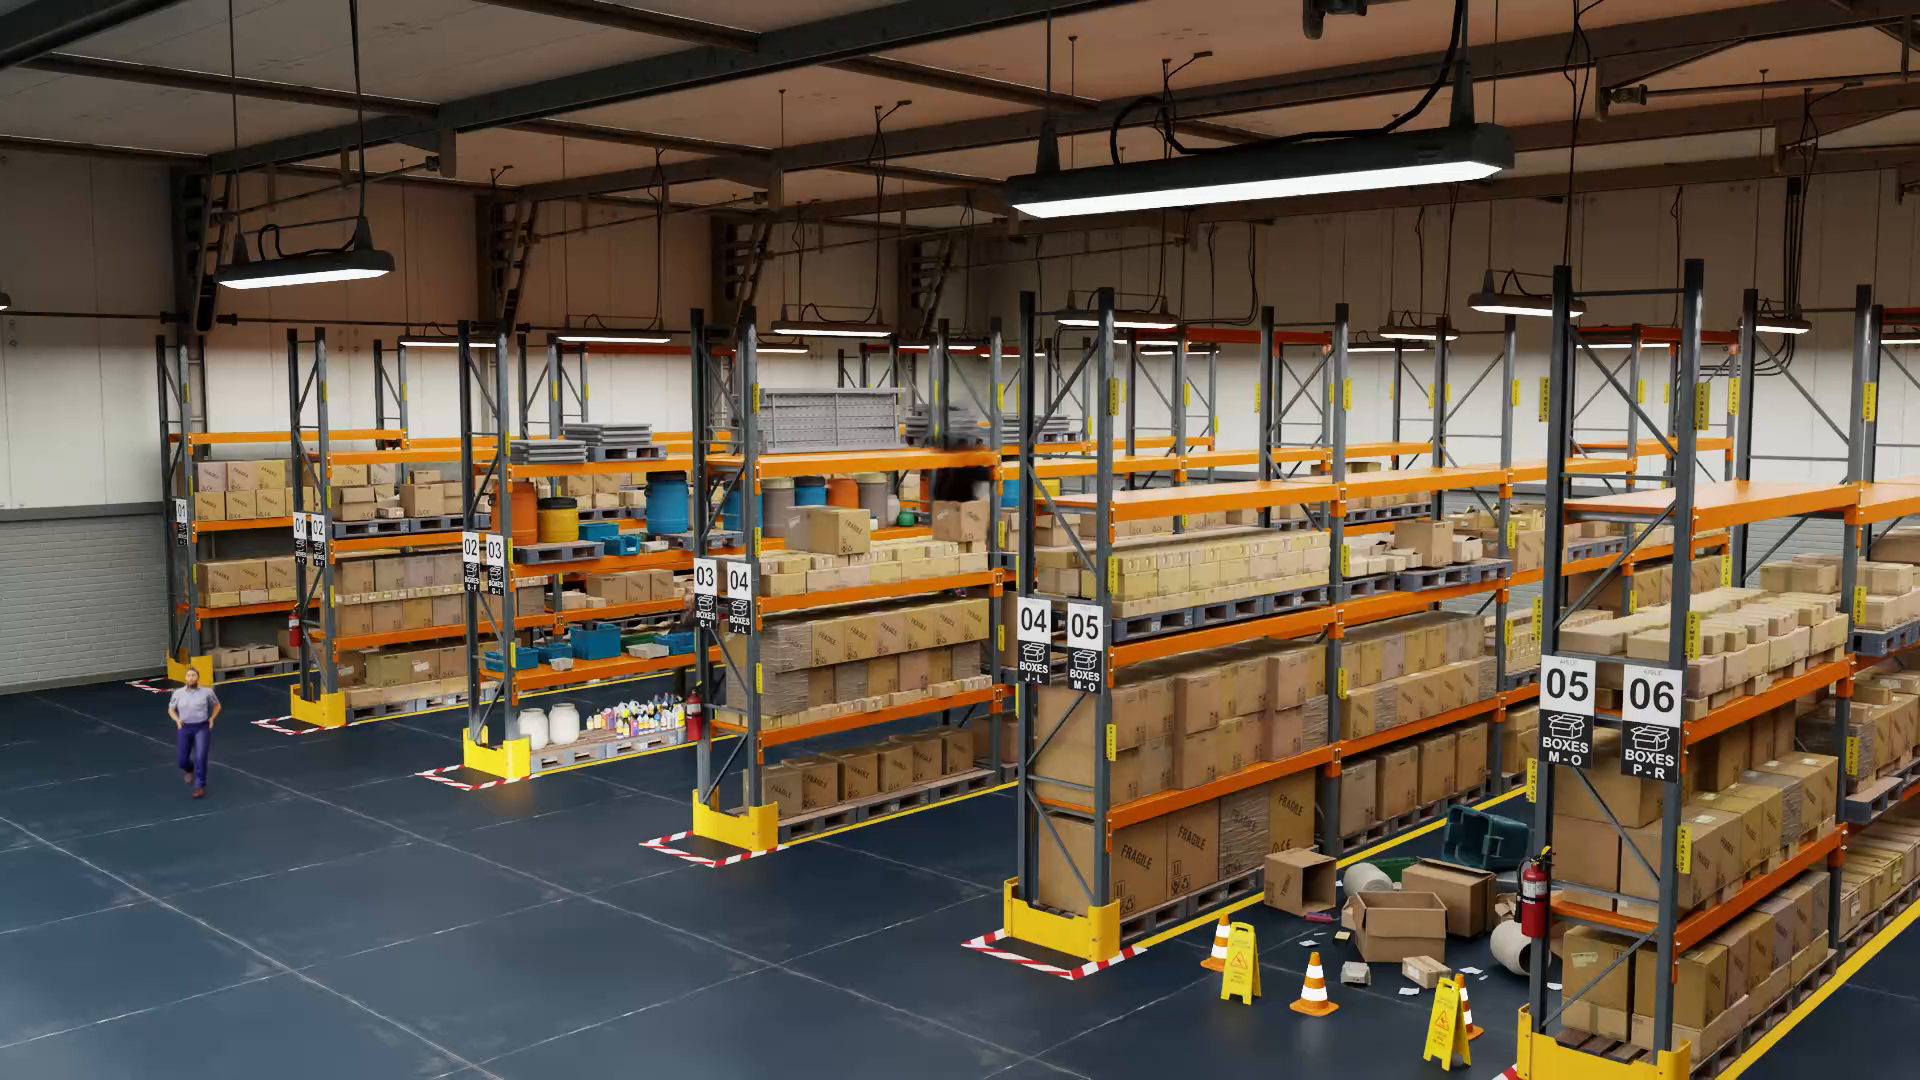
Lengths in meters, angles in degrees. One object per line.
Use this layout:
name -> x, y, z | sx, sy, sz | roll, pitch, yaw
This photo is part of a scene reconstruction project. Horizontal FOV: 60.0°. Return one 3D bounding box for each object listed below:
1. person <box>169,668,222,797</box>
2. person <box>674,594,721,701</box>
person -> -9.643, 2.401, 20.975 | 0.610, 1.597, 0.644 | -2, 6, -19
person -> -4.255, 1.762, 26.546 | 0.680, 1.812, 1.002 | 4, 7, 40
